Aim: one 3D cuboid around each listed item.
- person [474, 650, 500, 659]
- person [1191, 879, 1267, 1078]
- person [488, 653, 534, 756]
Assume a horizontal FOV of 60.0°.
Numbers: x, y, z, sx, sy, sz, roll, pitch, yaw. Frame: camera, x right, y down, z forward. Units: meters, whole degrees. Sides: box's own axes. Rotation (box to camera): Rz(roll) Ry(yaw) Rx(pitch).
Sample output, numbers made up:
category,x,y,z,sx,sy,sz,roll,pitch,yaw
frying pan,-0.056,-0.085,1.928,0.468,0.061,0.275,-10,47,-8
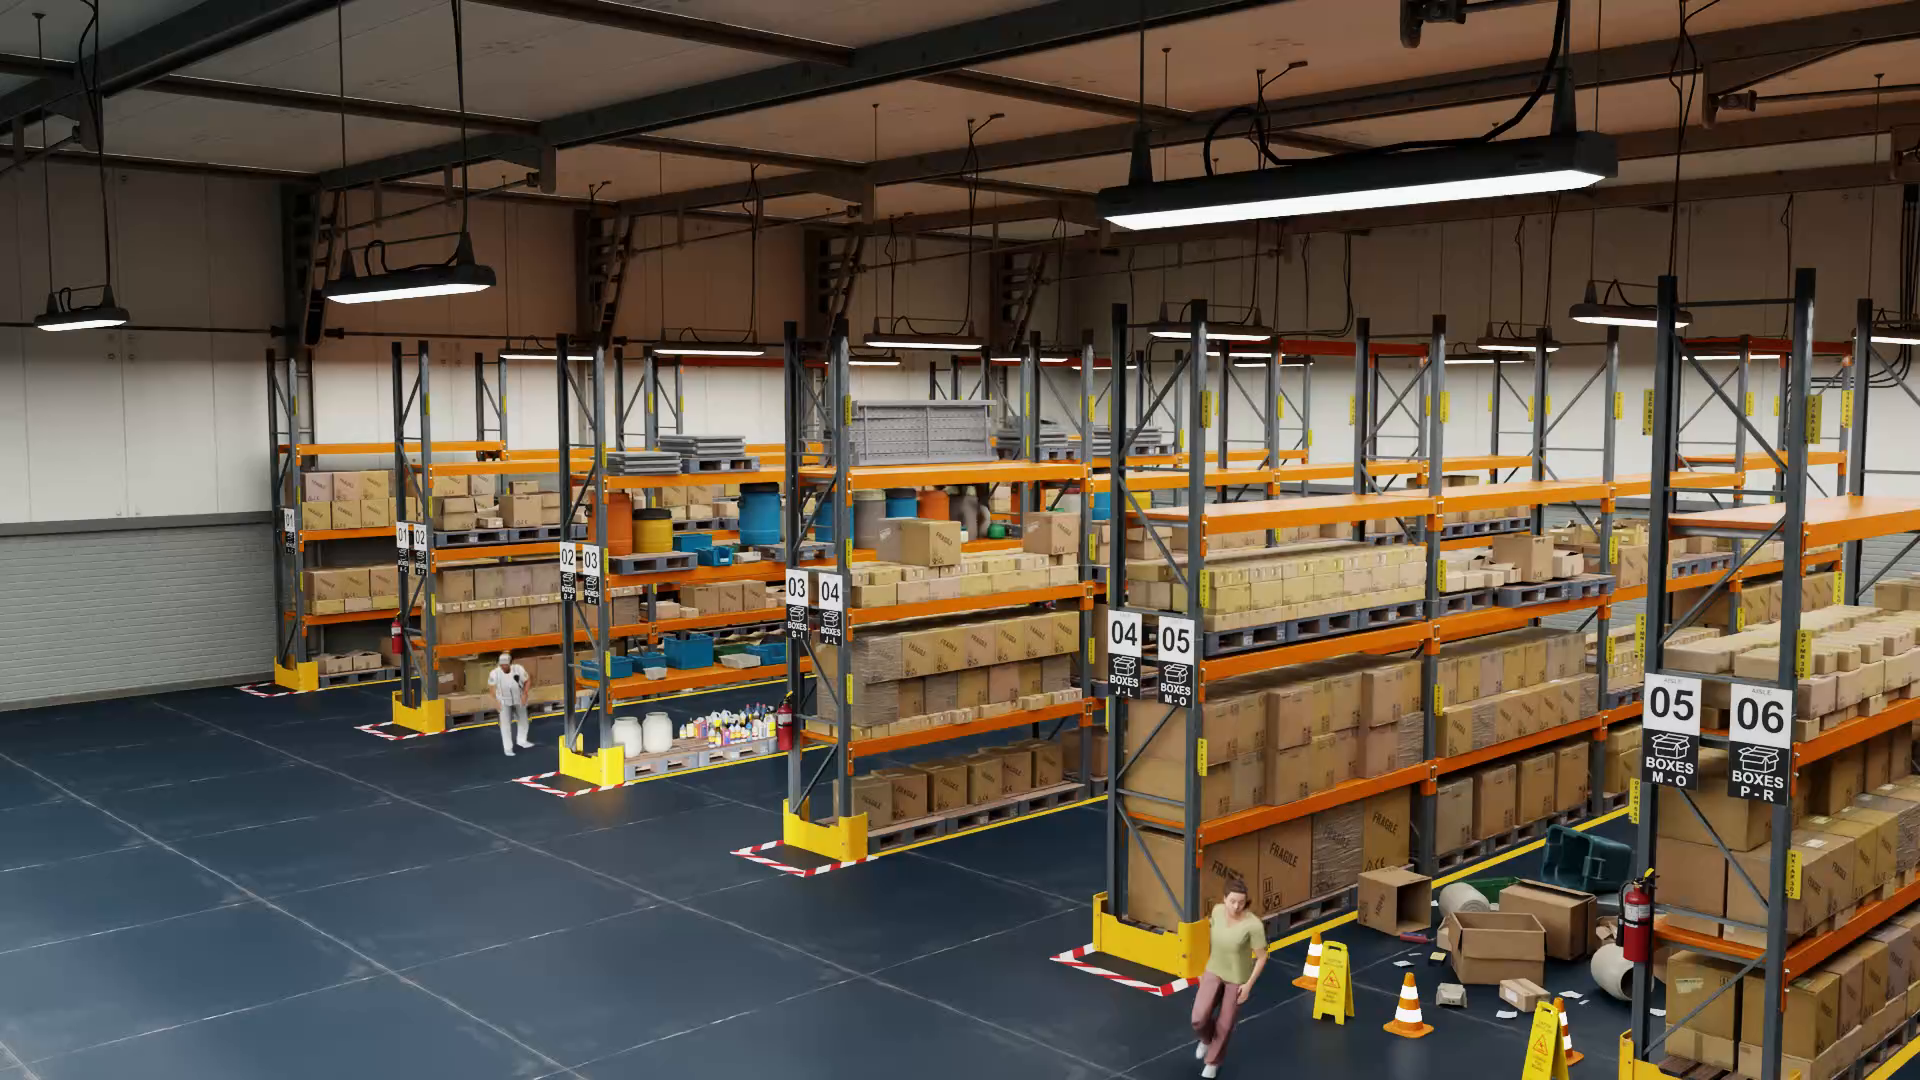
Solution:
category,x,y,z,sx,sy,sz,roll,pitch,yaw
person,-8.552,1.754,30.075,0.677,1.675,0.780,0,5,-1
person,2.031,3.280,12.487,0.599,1.593,0.666,2,5,24
person,-6.463,2.344,24.005,0.676,1.528,0.865,-2,5,-26
